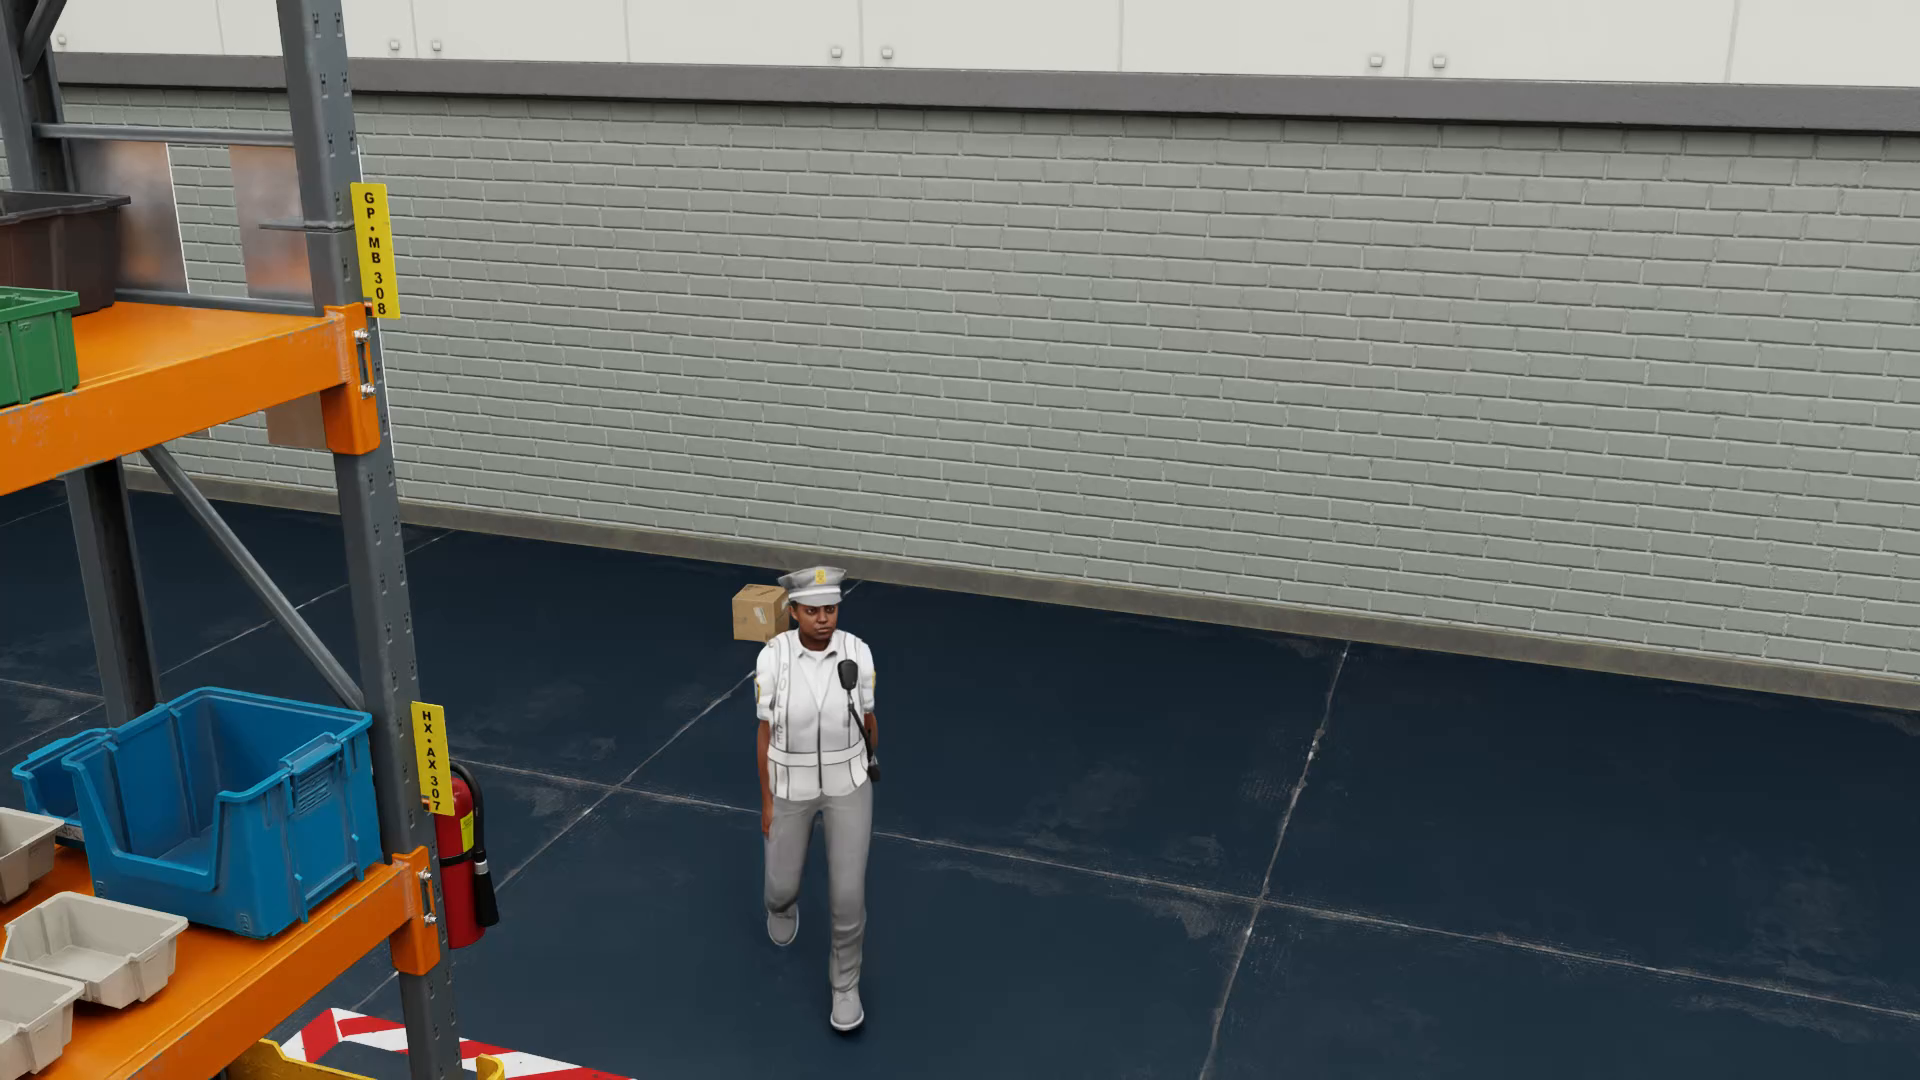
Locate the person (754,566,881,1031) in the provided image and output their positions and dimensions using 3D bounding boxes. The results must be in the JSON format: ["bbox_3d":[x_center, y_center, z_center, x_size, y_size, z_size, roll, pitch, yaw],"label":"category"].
[{"bbox_3d":[-0.501,0.856,5.934,0.432,1.680,0.663,-2,19,-7],"label":"person"}]
